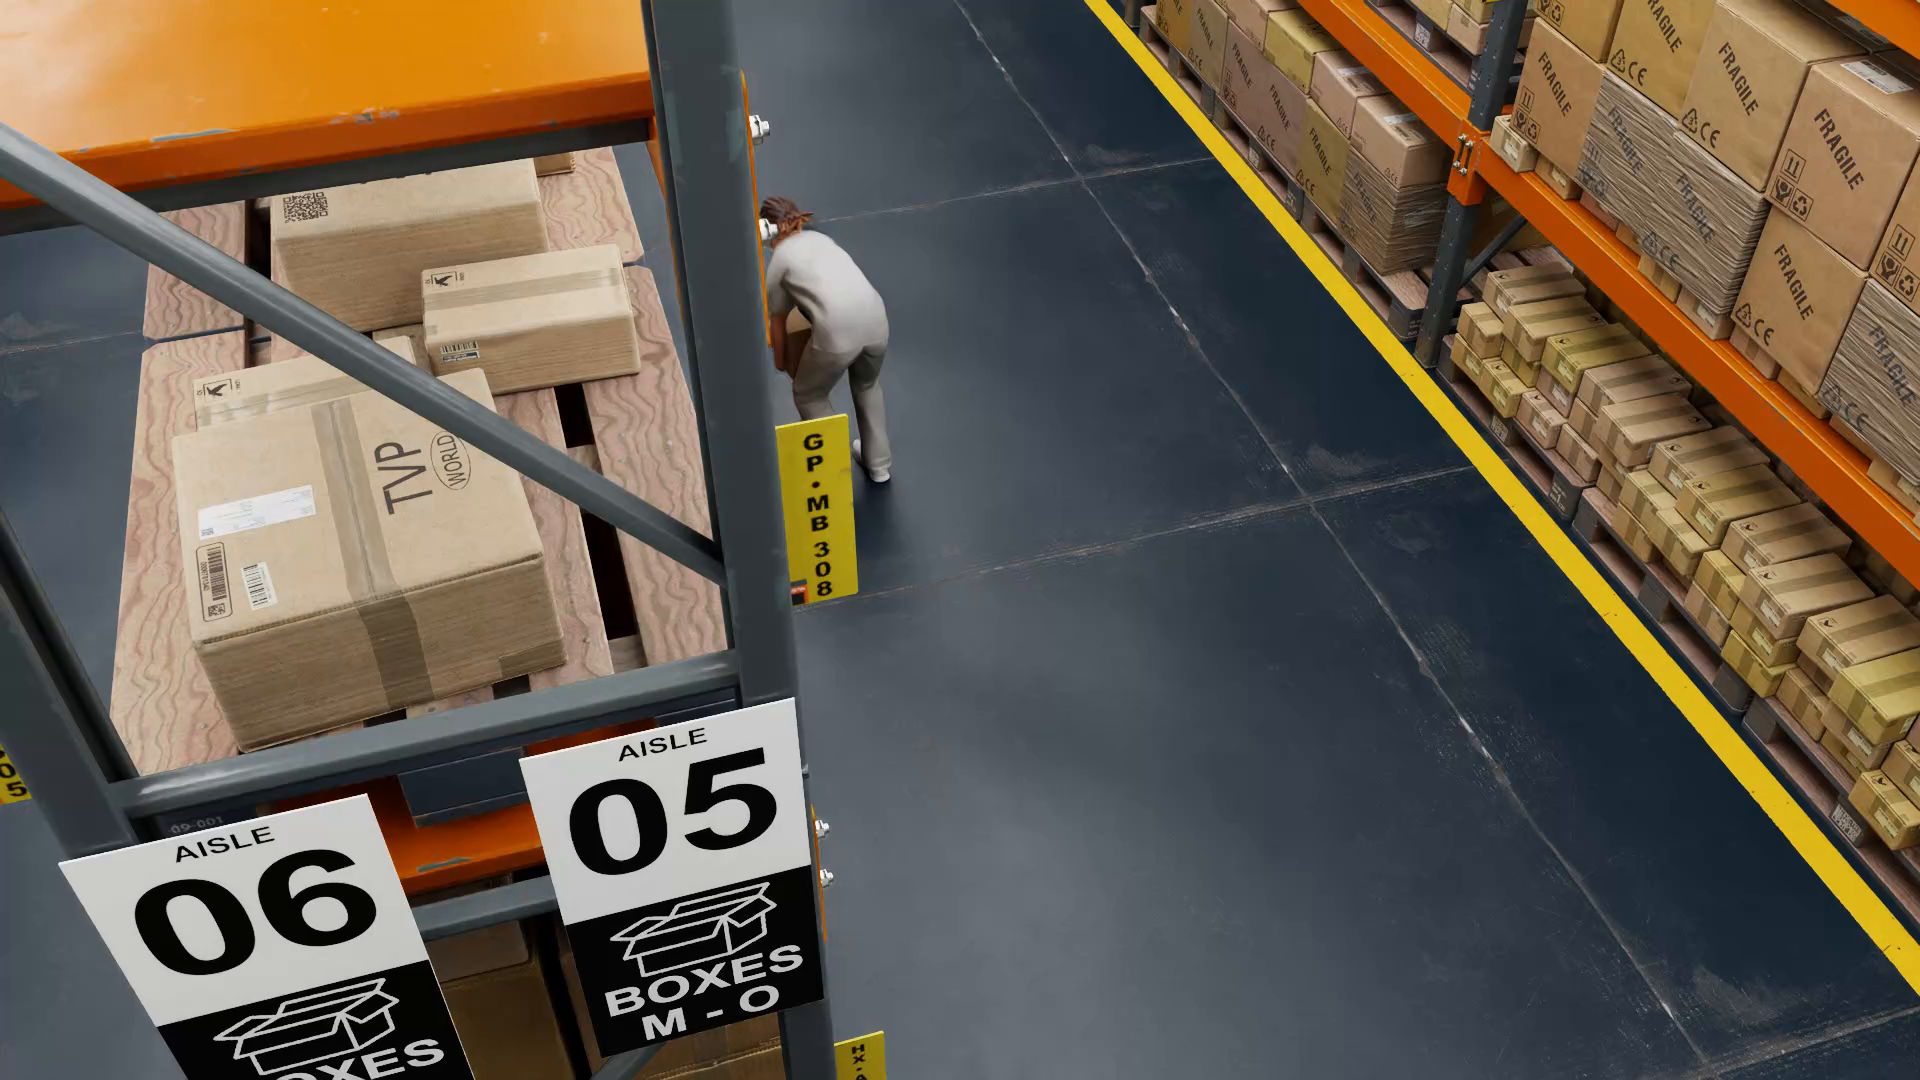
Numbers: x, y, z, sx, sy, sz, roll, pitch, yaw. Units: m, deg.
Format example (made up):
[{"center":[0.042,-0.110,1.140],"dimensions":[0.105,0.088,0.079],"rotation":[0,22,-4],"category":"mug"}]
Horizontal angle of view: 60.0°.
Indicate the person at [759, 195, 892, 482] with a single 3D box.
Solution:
[{"center":[-0.628,-0.872,7.477],"dimensions":[0.417,1.193,0.853],"rotation":[-23,47,-23],"category":"person"}]
